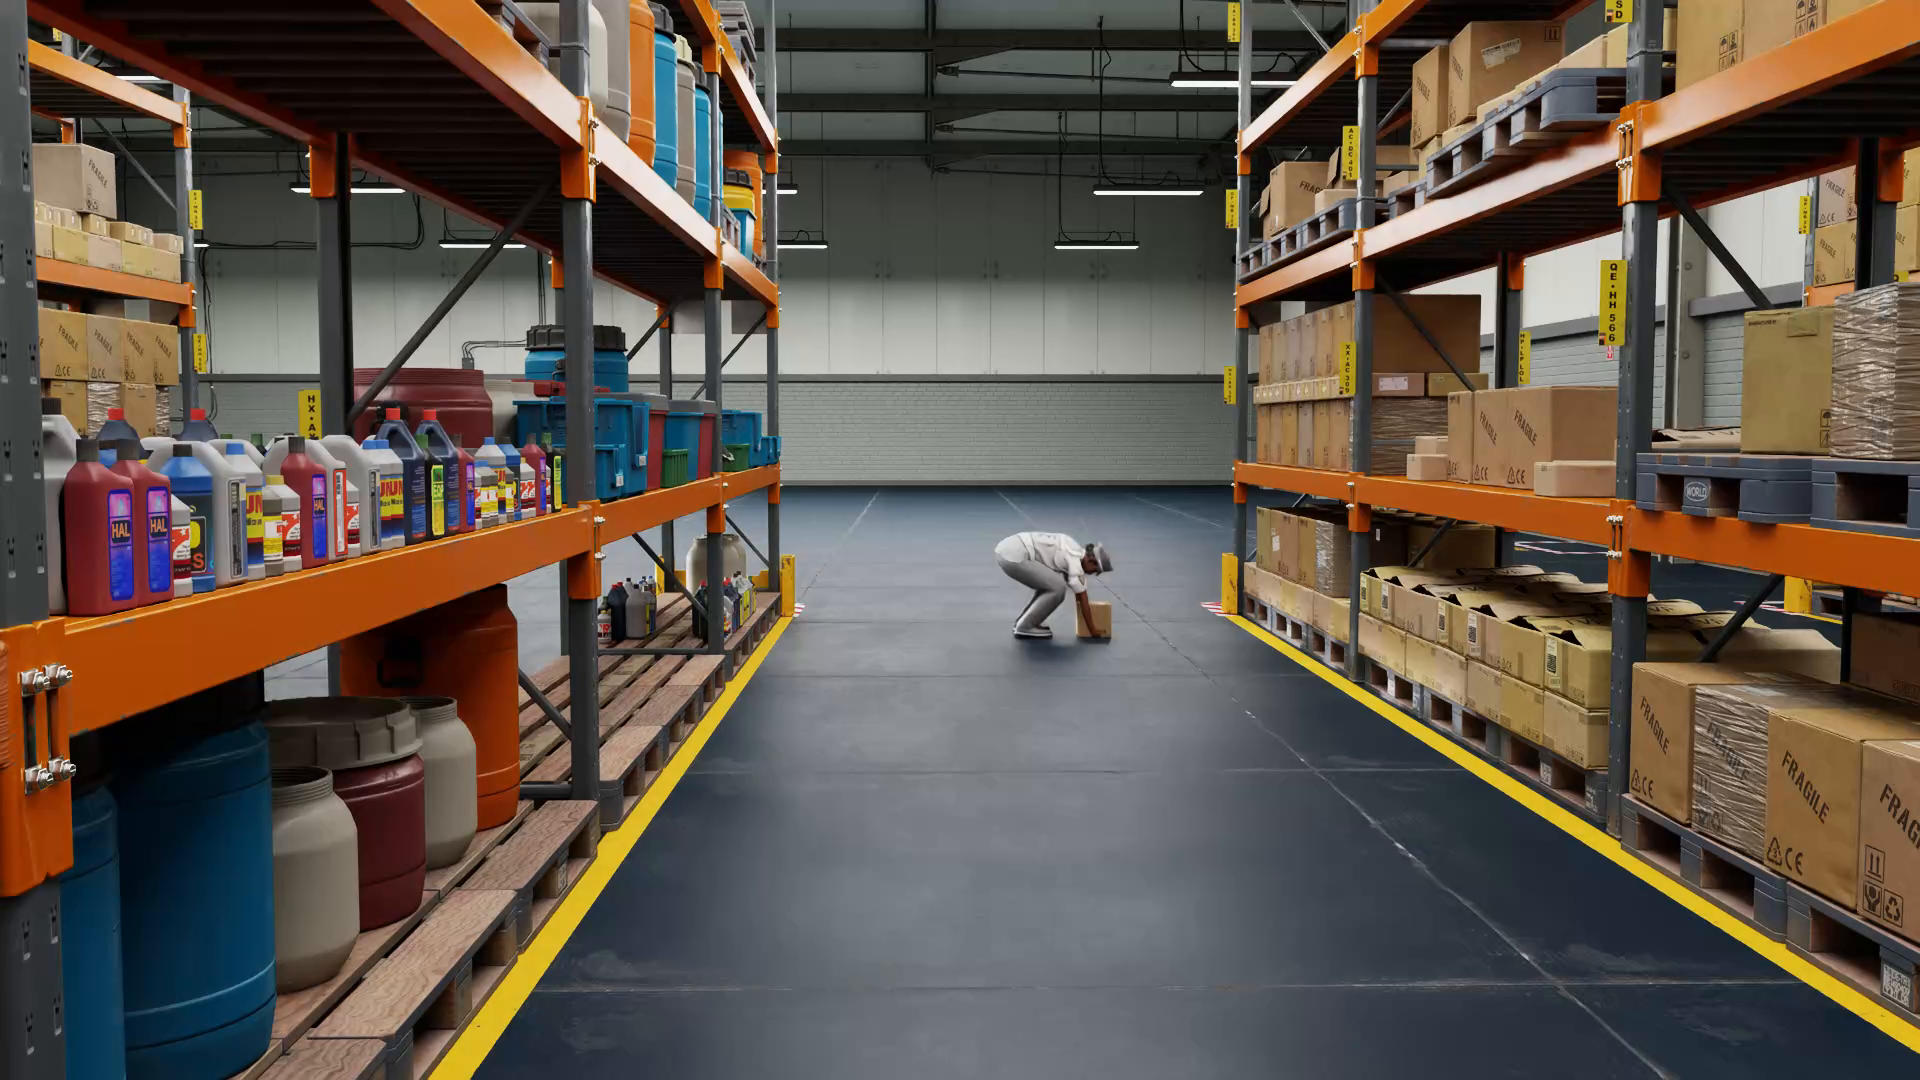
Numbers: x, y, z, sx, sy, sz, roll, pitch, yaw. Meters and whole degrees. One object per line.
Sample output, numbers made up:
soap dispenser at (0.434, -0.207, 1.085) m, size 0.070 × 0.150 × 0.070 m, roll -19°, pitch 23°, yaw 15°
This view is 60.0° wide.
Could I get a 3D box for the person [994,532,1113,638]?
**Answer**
person at (0.727, 0.349, 12.870) m, size 0.921 × 0.823 × 0.471 m, roll 0°, pitch 4°, yaw -3°
